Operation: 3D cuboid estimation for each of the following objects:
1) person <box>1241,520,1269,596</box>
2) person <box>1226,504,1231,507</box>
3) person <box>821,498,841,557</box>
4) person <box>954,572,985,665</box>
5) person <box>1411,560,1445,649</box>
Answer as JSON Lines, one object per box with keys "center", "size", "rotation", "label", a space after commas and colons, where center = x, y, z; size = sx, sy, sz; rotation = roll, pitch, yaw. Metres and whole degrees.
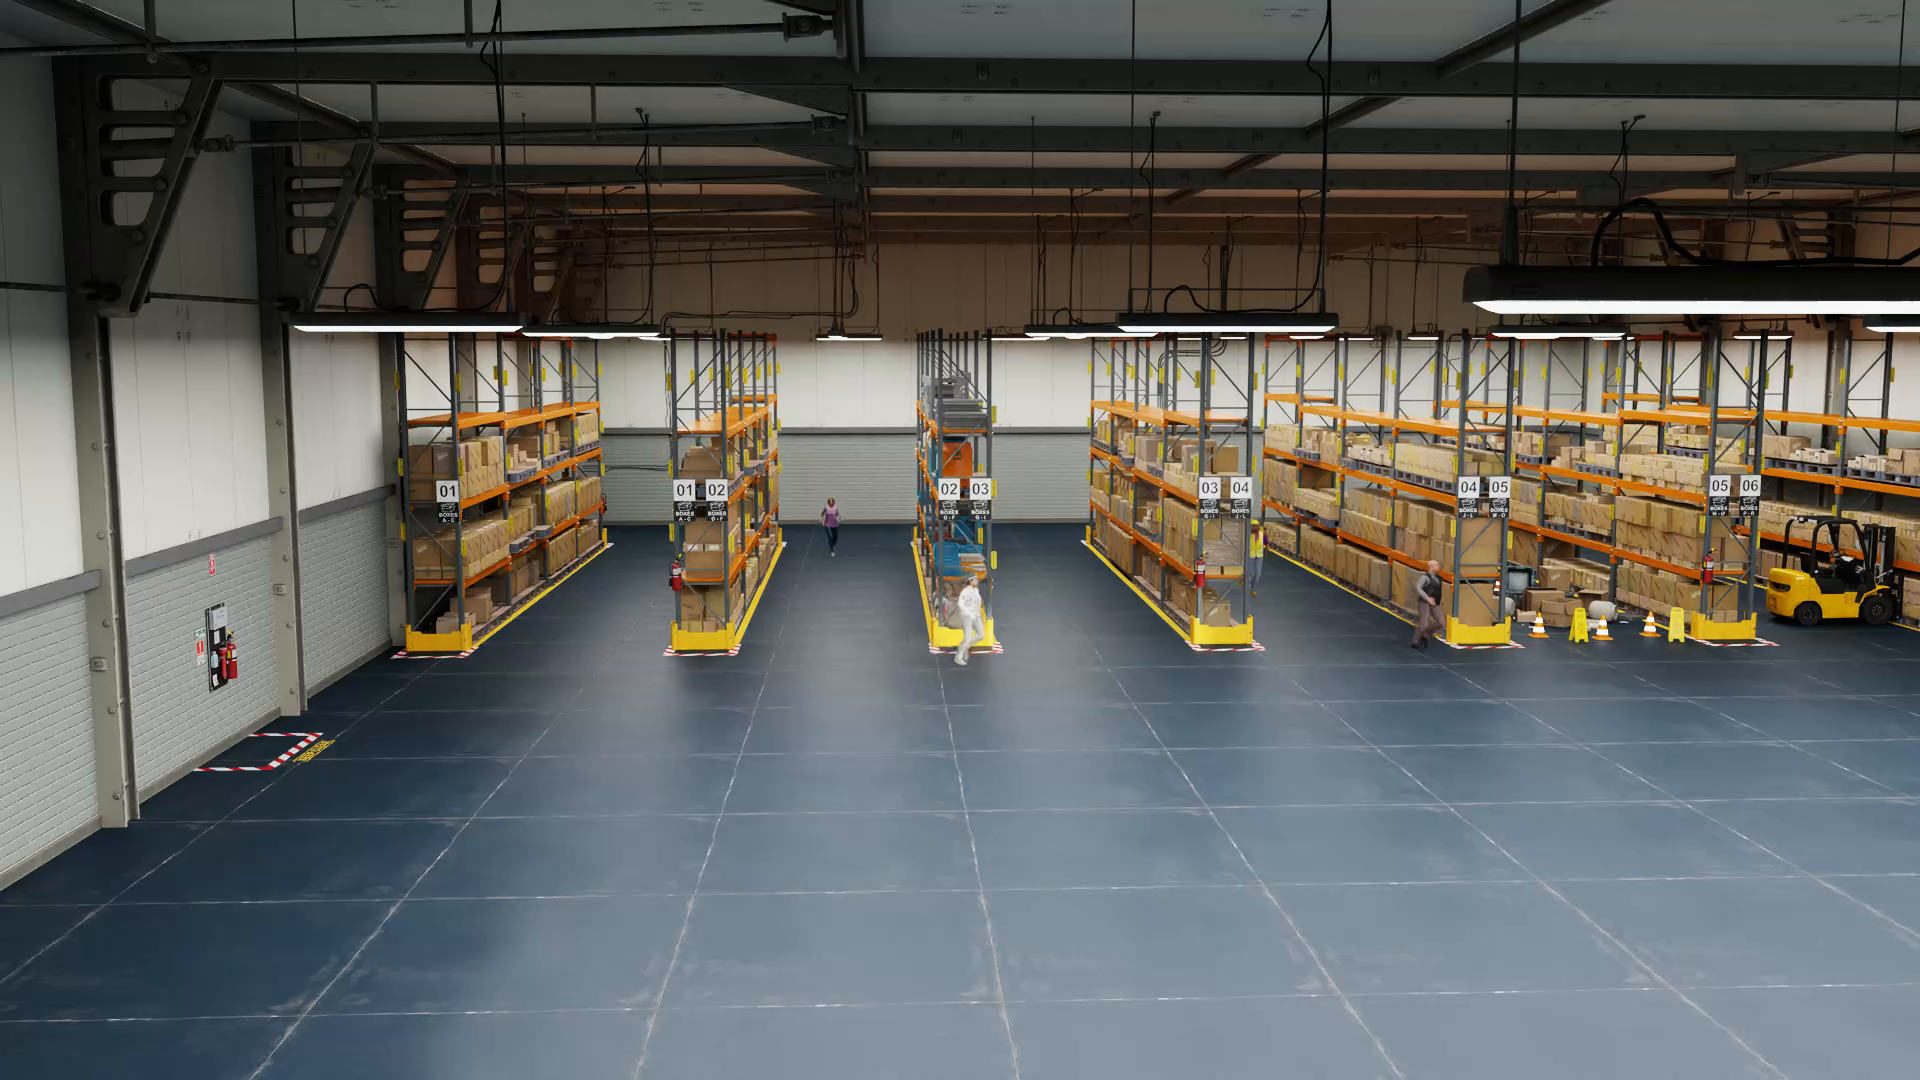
{"center": [6.724, 0.400, 37.980], "size": [0.691, 1.734, 0.632], "rotation": [-1, 7, -8], "label": "person"}
{"center": [7.683, -0.851, 48.314], "size": [0.981, 1.767, 0.728], "rotation": [-5, 8, -36], "label": "person"}
{"center": [-3.477, -0.364, 44.907], "size": [0.542, 1.574, 0.817], "rotation": [-1, 7, -11], "label": "person"}
{"center": [0.227, 1.398, 29.941], "size": [0.512, 1.646, 0.675], "rotation": [5, 8, 37], "label": "person"}
{"center": [8.862, 1.217, 31.223], "size": [0.714, 1.670, 0.575], "rotation": [-4, 8, -30], "label": "person"}
